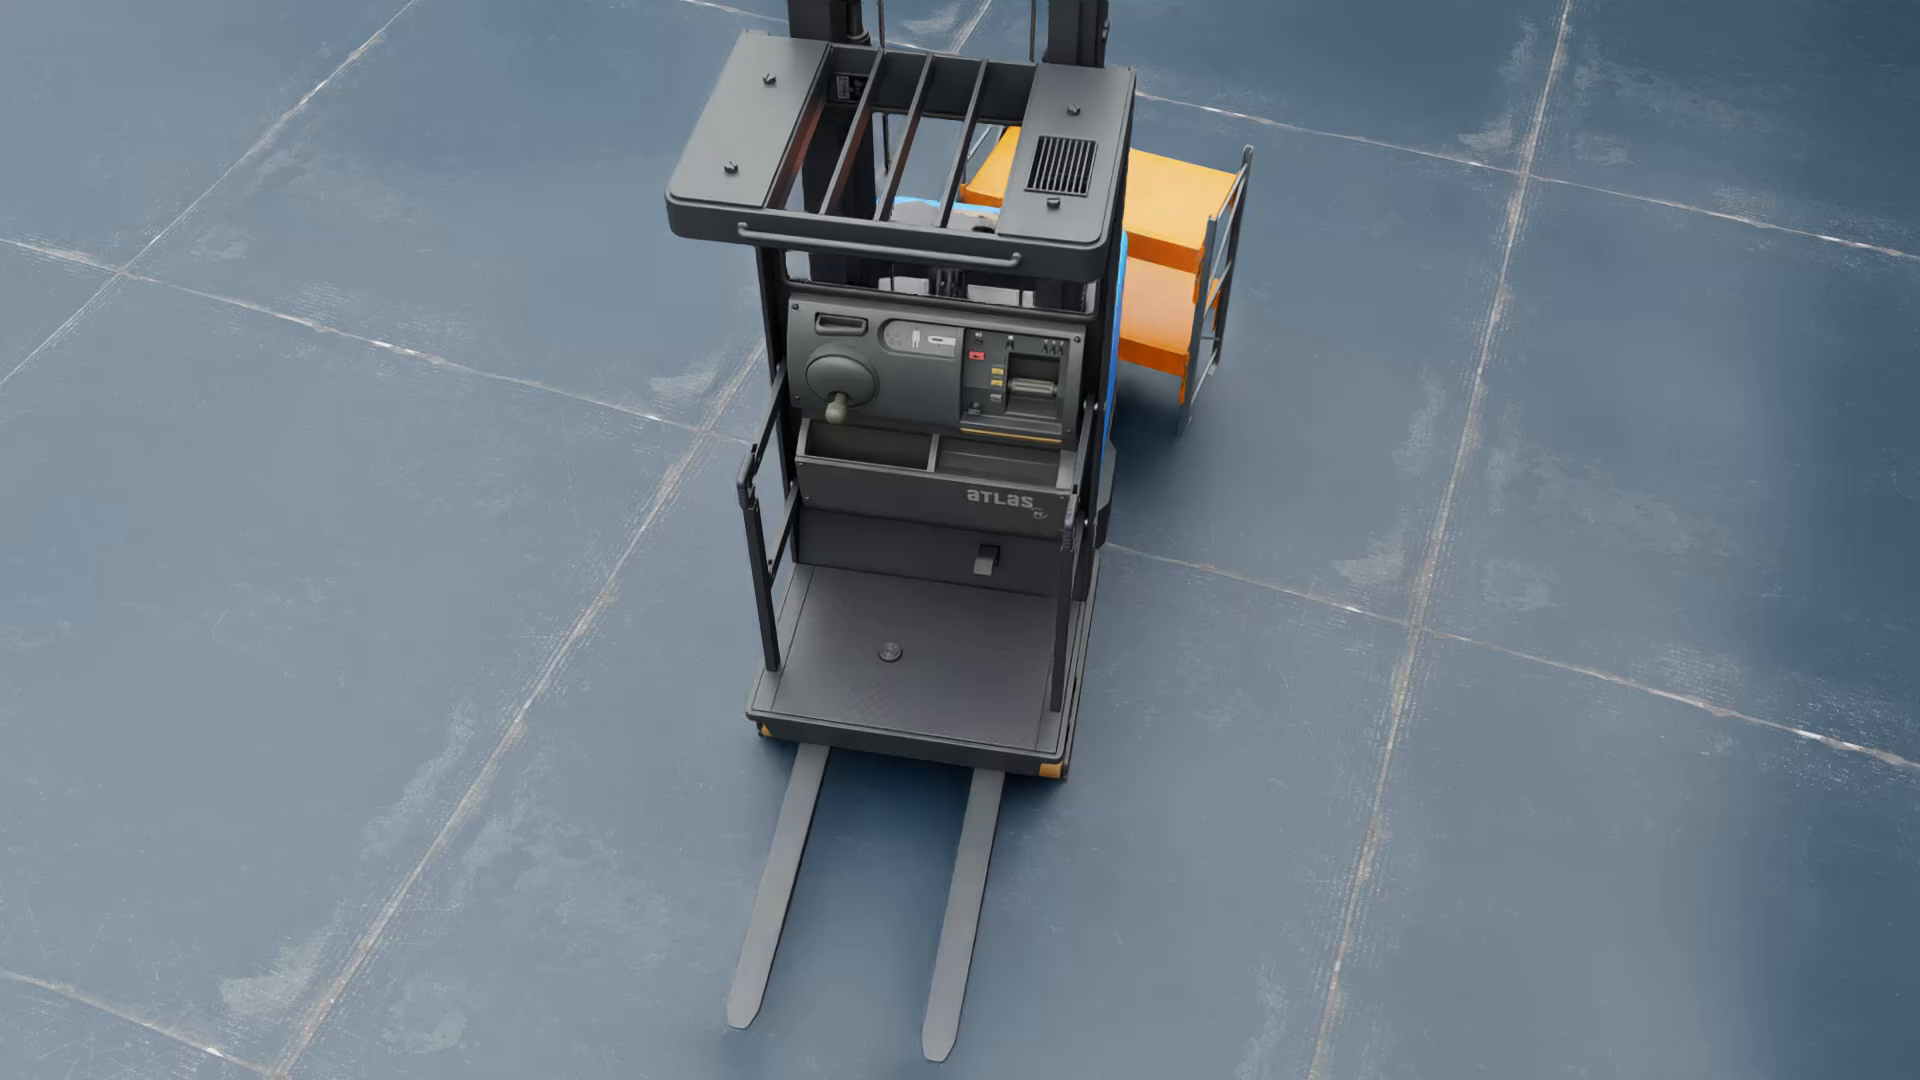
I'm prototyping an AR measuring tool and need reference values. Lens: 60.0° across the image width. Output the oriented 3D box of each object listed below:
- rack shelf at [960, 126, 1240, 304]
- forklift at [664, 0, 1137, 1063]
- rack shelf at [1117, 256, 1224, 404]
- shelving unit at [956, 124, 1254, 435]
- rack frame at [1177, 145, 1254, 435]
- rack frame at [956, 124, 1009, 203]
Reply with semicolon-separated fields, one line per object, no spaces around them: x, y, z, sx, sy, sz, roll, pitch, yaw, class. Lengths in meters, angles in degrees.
0.561;-1.332;6.639;1.000;0.278;0.538;18;51;15;rack shelf
-0.116;-0.423;5.043;1.130;2.935;3.031;8;50;6;forklift
0.561;-0.980;7.045;1.000;0.278;0.538;18;51;15;rack shelf
0.561;-1.140;6.860;1.048;1.125;0.538;18;51;15;shelving unit
1.028;-0.989;6.729;0.032;1.125;0.500;18;51;15;rack frame
0.094;-1.292;6.991;0.032;1.125;0.500;18;51;15;rack frame
